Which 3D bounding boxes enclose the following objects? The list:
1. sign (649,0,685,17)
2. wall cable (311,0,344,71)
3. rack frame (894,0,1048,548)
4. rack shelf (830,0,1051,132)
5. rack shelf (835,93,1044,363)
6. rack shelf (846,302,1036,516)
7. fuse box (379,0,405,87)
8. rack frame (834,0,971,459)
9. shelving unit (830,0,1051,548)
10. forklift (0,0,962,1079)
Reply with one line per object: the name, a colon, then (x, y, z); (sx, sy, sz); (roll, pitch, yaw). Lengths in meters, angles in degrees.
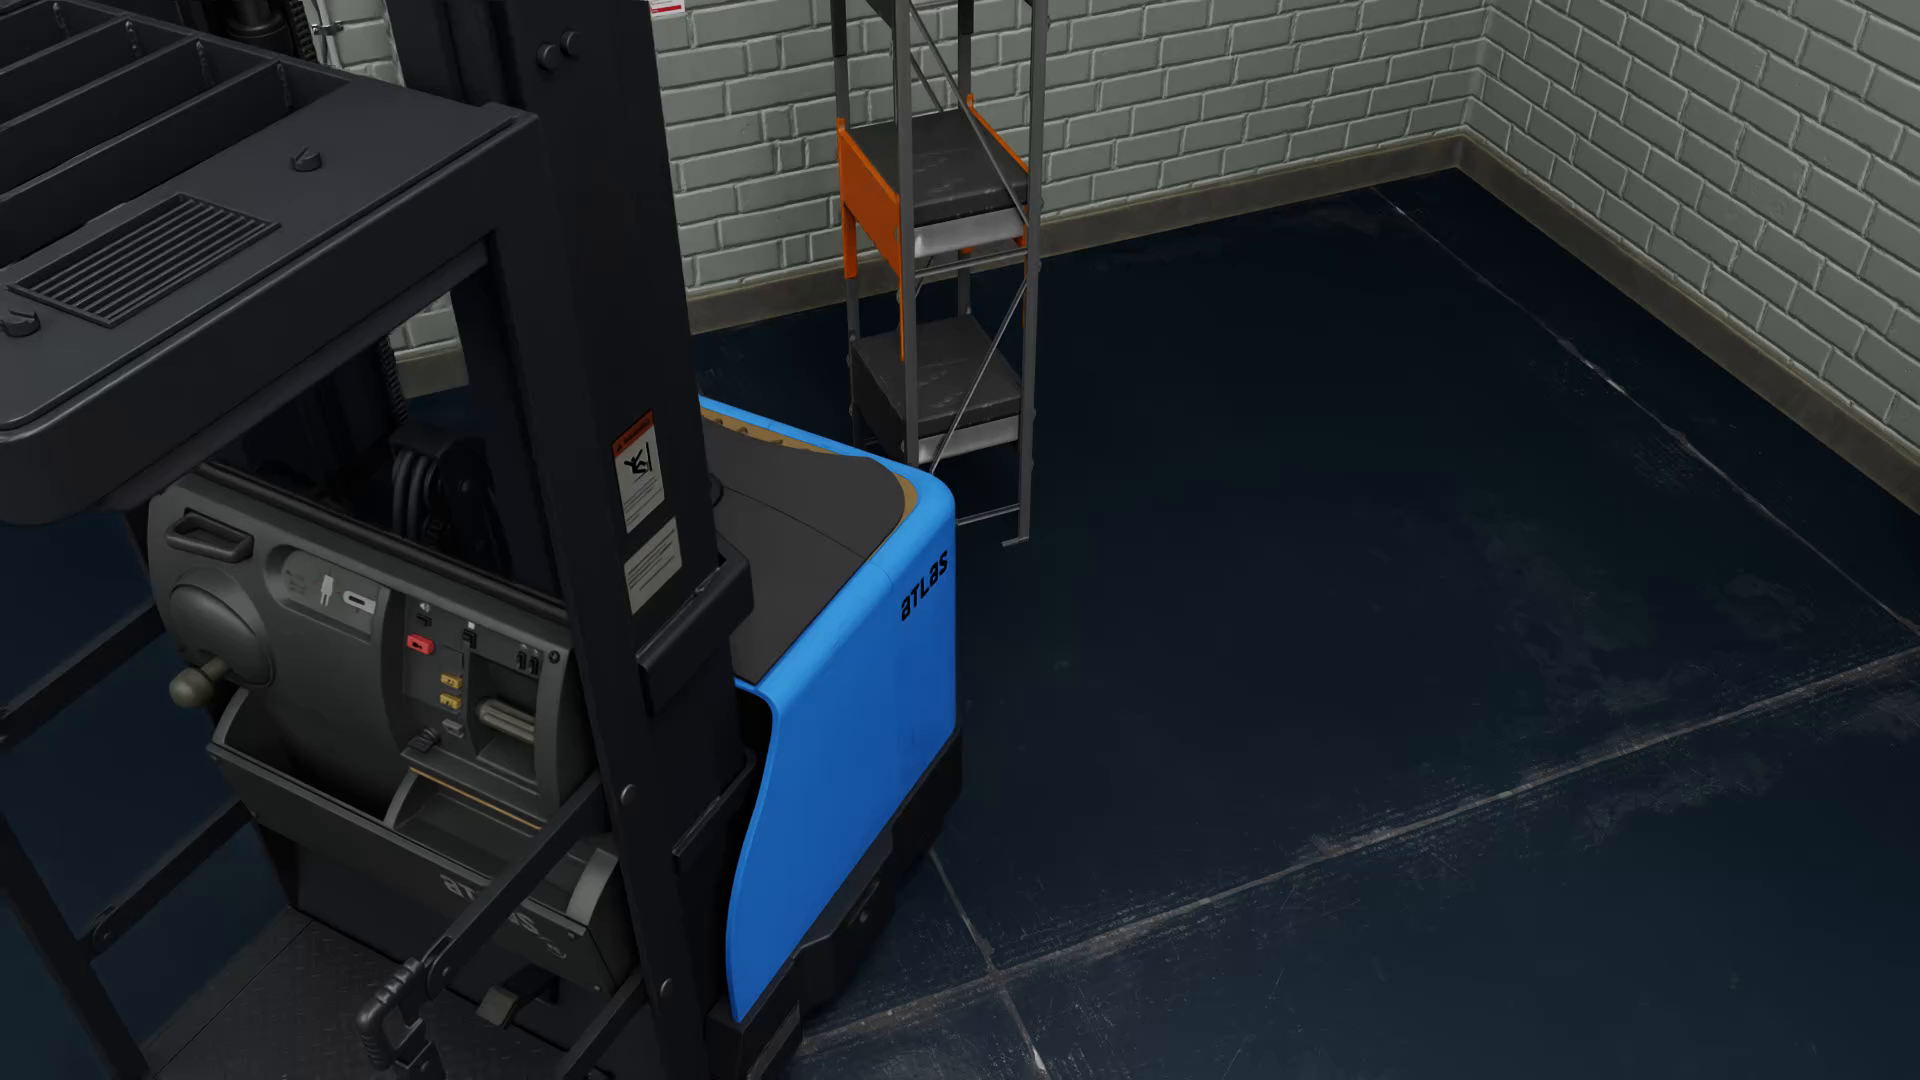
sign: (-1.043, -1.860, 5.185); (0.329, 0.494, 0.001); (-15, 43, -17)
wall cable: (-2.111, -1.958, 4.447); (0.588, 1.984, 0.122); (-15, 43, -17)
rack frame: (0.030, -0.749, 4.510); (0.400, 2.100, 0.015); (-15, 43, -17)
rack shelf: (-0.063, -1.416, 4.234); (0.431, 0.518, 0.480); (-15, 43, -17)
rack shelf: (-0.063, -0.885, 4.690); (0.431, 0.518, 0.480); (-15, 43, -17)
rack shelf: (-0.063, -0.355, 5.147); (0.431, 0.518, 0.480); (-15, 43, -17)
fuse box: (-1.420, -1.160, 5.286); (0.539, 1.711, 0.414); (-15, 43, -17)
rack frame: (-0.157, -1.043, 4.852); (0.400, 2.100, 0.015); (-15, 43, -17)
shelving unit: (-0.063, -0.896, 4.681); (0.431, 2.100, 0.503); (-15, 43, -17)
forklift: (-1.138, 0.264, 2.695); (1.130, 2.935, 3.031); (19, 44, 21)
